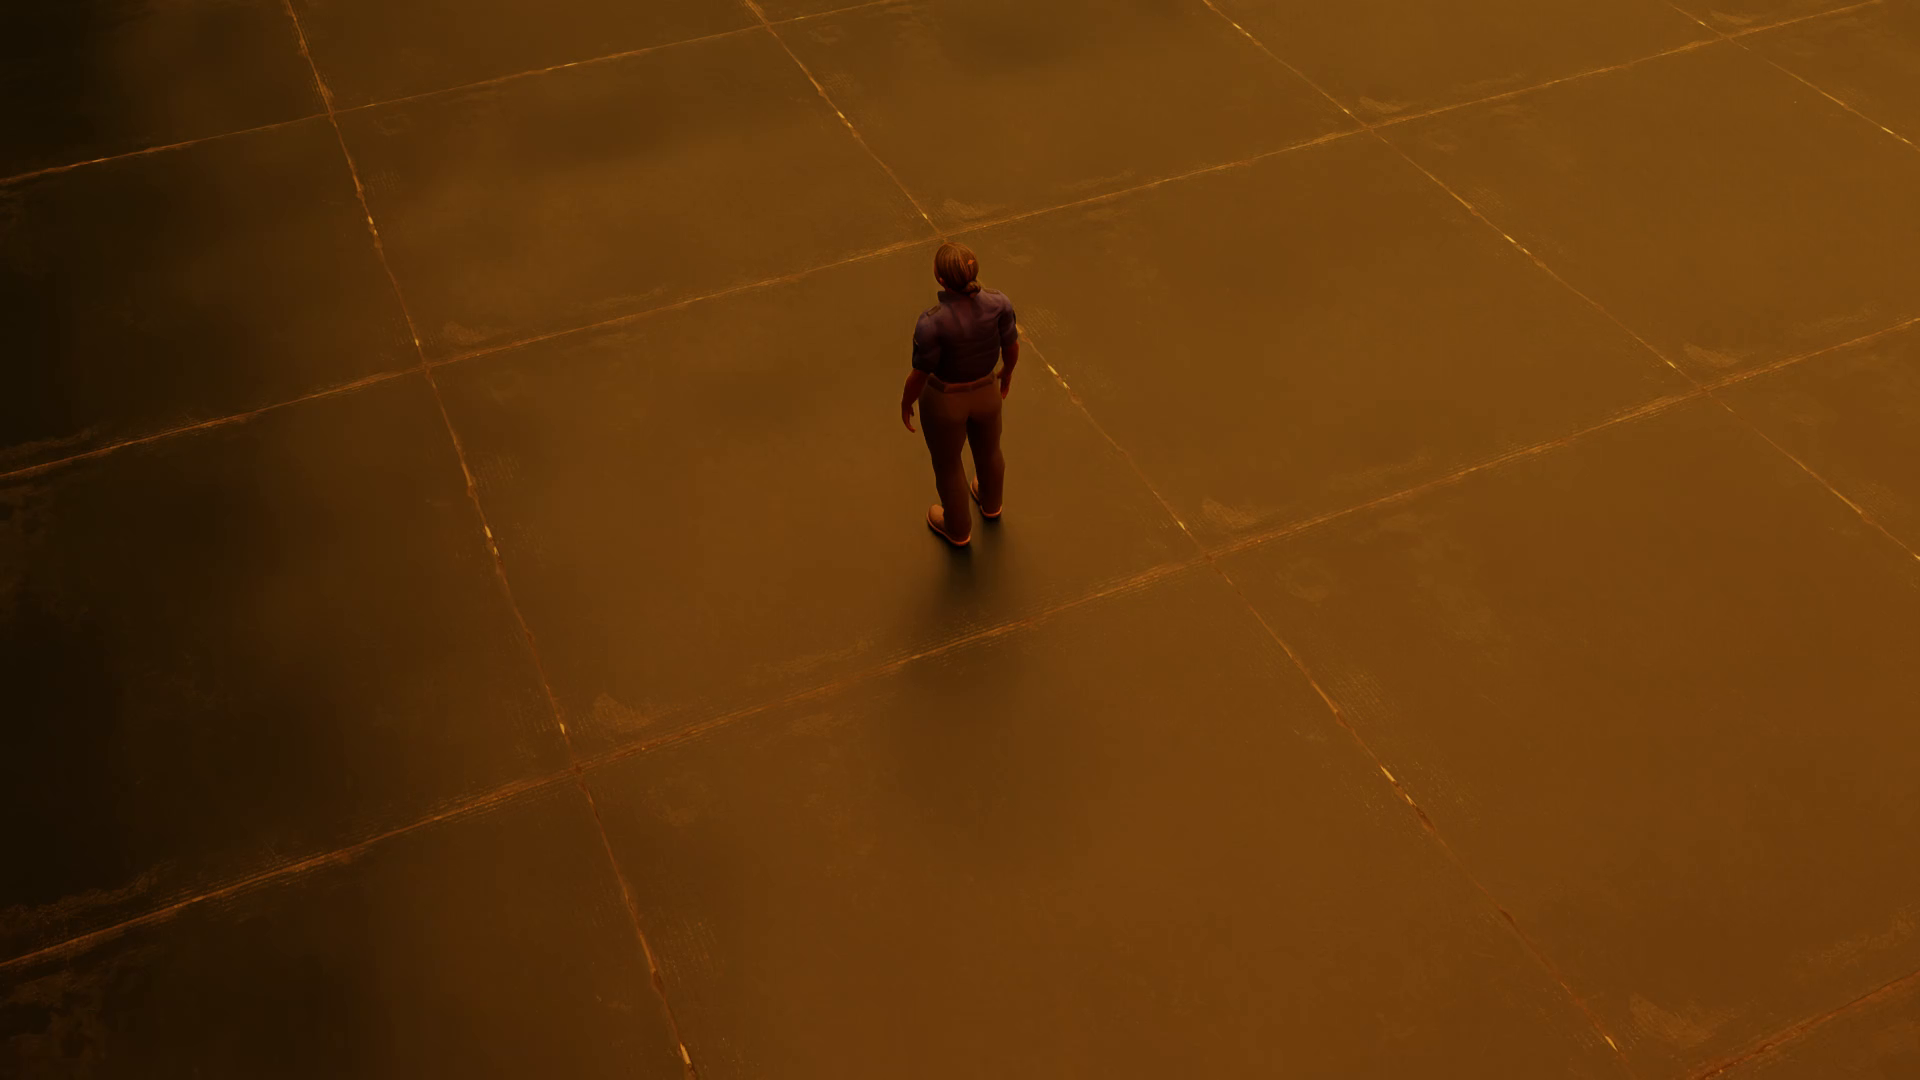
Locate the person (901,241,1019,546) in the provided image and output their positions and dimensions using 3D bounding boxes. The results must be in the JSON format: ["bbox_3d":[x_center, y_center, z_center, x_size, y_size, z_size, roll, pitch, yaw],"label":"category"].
[{"bbox_3d":[-0.019,-0.670,7.323,0.569,1.654,0.504,-18,46,-18],"label":"person"}]
